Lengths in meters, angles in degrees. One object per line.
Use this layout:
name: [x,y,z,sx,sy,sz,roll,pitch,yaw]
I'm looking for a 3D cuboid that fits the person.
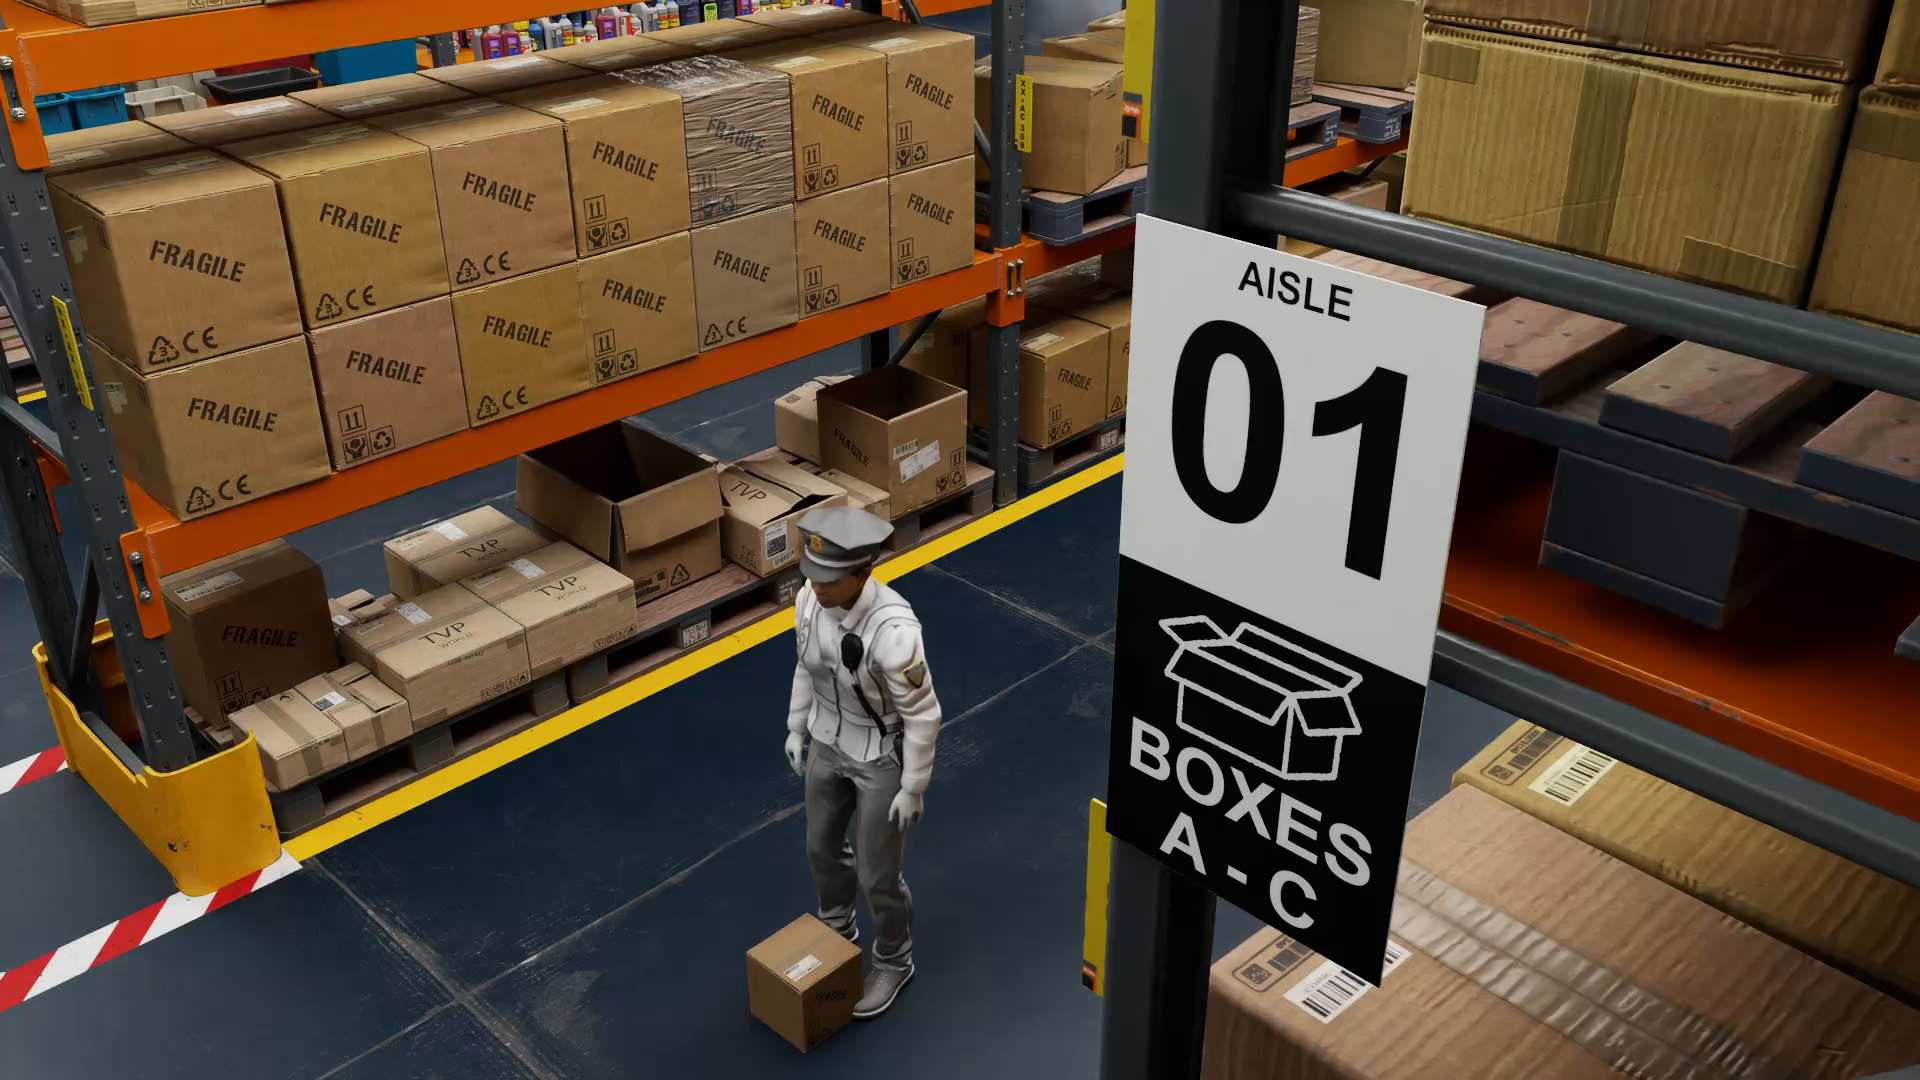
person: [-0.301,0.645,4.901,0.545,1.663,0.376,22,35,35]
